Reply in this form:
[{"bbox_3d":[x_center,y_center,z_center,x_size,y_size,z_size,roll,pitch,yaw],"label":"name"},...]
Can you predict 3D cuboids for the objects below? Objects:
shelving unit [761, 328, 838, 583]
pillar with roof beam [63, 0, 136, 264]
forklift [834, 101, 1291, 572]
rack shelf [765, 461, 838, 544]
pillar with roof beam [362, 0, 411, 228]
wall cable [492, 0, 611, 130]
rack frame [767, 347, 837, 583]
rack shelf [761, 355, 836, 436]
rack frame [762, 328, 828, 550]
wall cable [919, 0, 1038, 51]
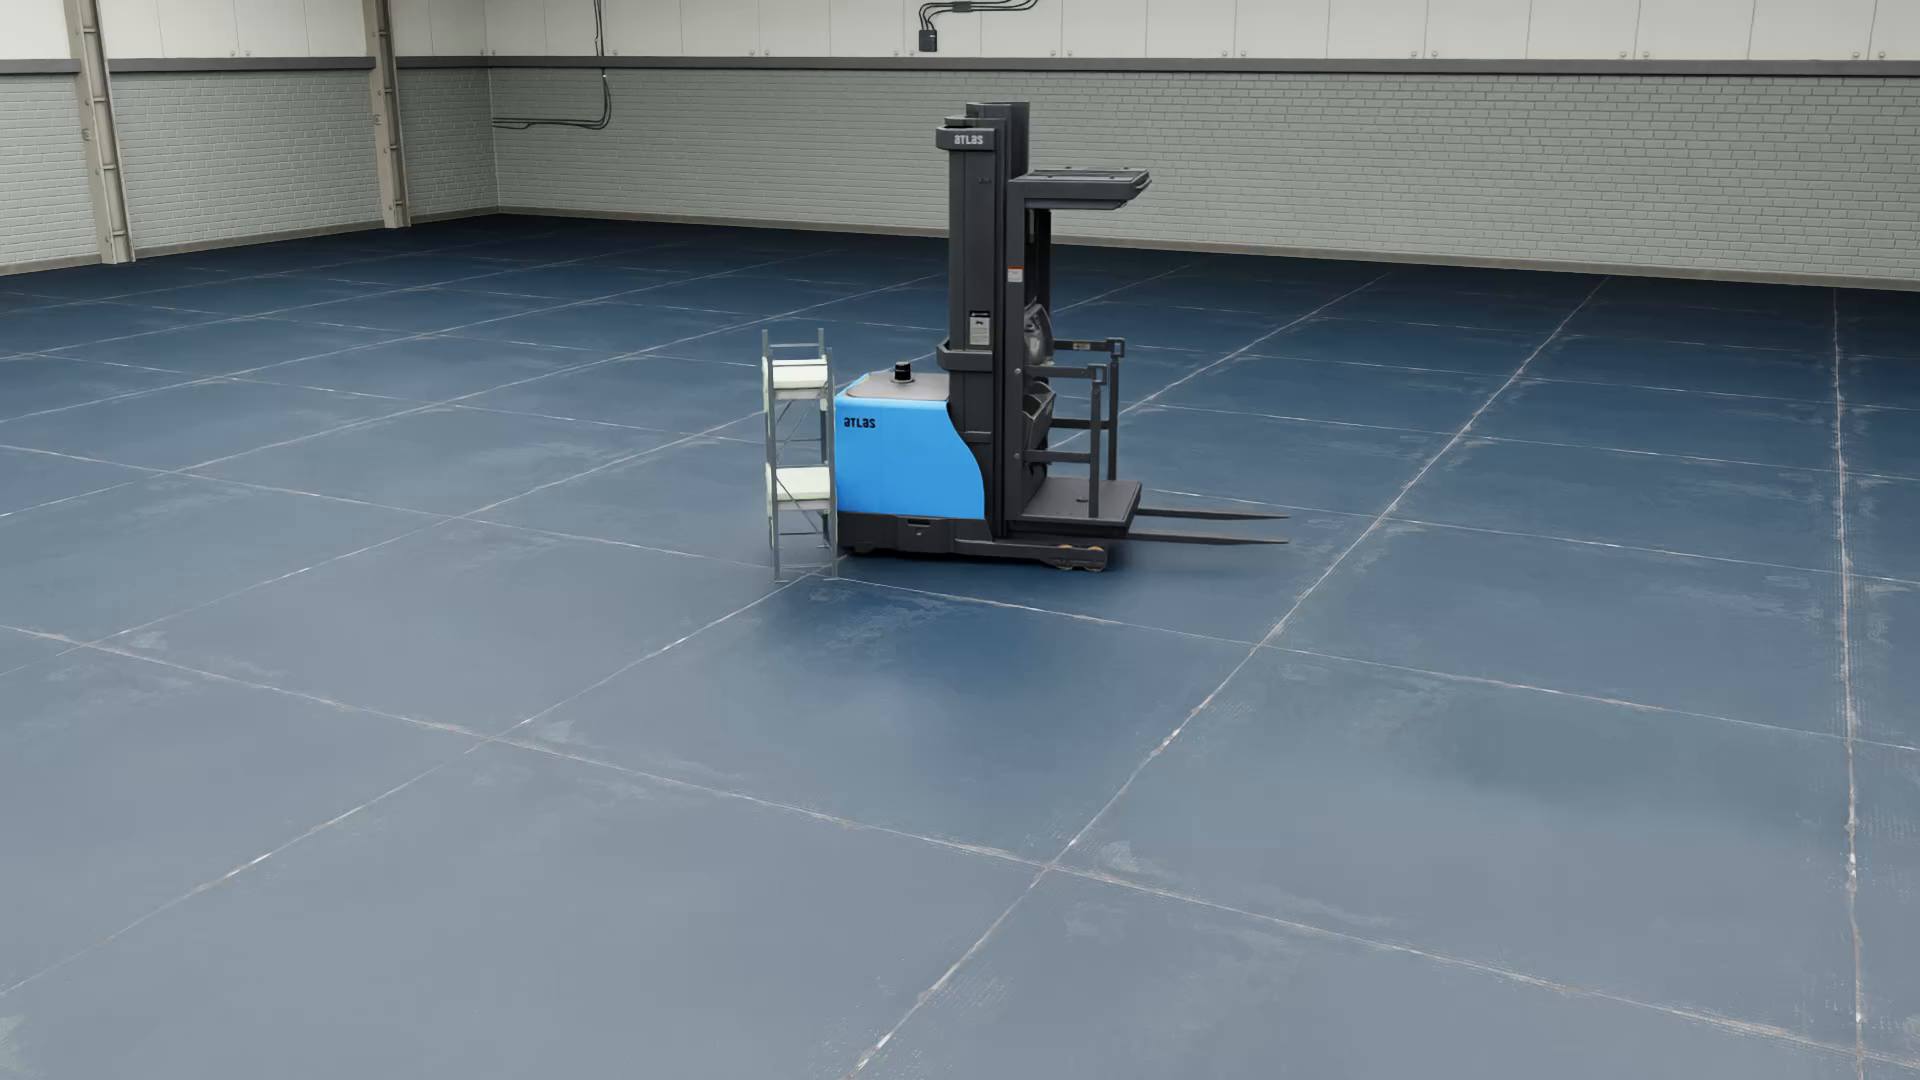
[{"bbox_3d":[-1.041,-0.559,10.774,0.431,1.500,0.755,-3,17,-8],"label":"shelving unit"},{"bbox_3d":[-9.485,-8.170,23.226,9.100,9.000,0.400,8,18,25],"label":"pillar with roof beam"},{"bbox_3d":[0.706,-1.359,10.954,3.031,2.935,1.130,3,17,11],"label":"forklift"},{"bbox_3d":[-1.041,-0.247,10.866,0.431,0.370,0.720,-3,17,-8],"label":"rack shelf"},{"bbox_3d":[-6.804,-9.698,28.372,9.100,9.000,0.400,8,18,25],"label":"pillar with roof beam"},{"bbox_3d":[-8.156,-9.340,32.618,3.097,2.526,0.112,8,18,25],"label":"wall cable"},{"bbox_3d":[-0.985,-0.456,10.427,0.400,1.500,0.023,-3,17,-8],"label":"rack frame"},{"bbox_3d":[-1.041,-0.934,10.663,0.431,0.370,0.720,-3,17,-8],"label":"rack shelf"},{"bbox_3d":[-1.097,-0.662,11.120,0.400,1.500,0.023,-3,17,-8],"label":"rack frame"},{"bbox_3d":[0.330,-11.247,27.612,2.305,6.003,0.169,8,18,25],"label":"wall cable"}]
